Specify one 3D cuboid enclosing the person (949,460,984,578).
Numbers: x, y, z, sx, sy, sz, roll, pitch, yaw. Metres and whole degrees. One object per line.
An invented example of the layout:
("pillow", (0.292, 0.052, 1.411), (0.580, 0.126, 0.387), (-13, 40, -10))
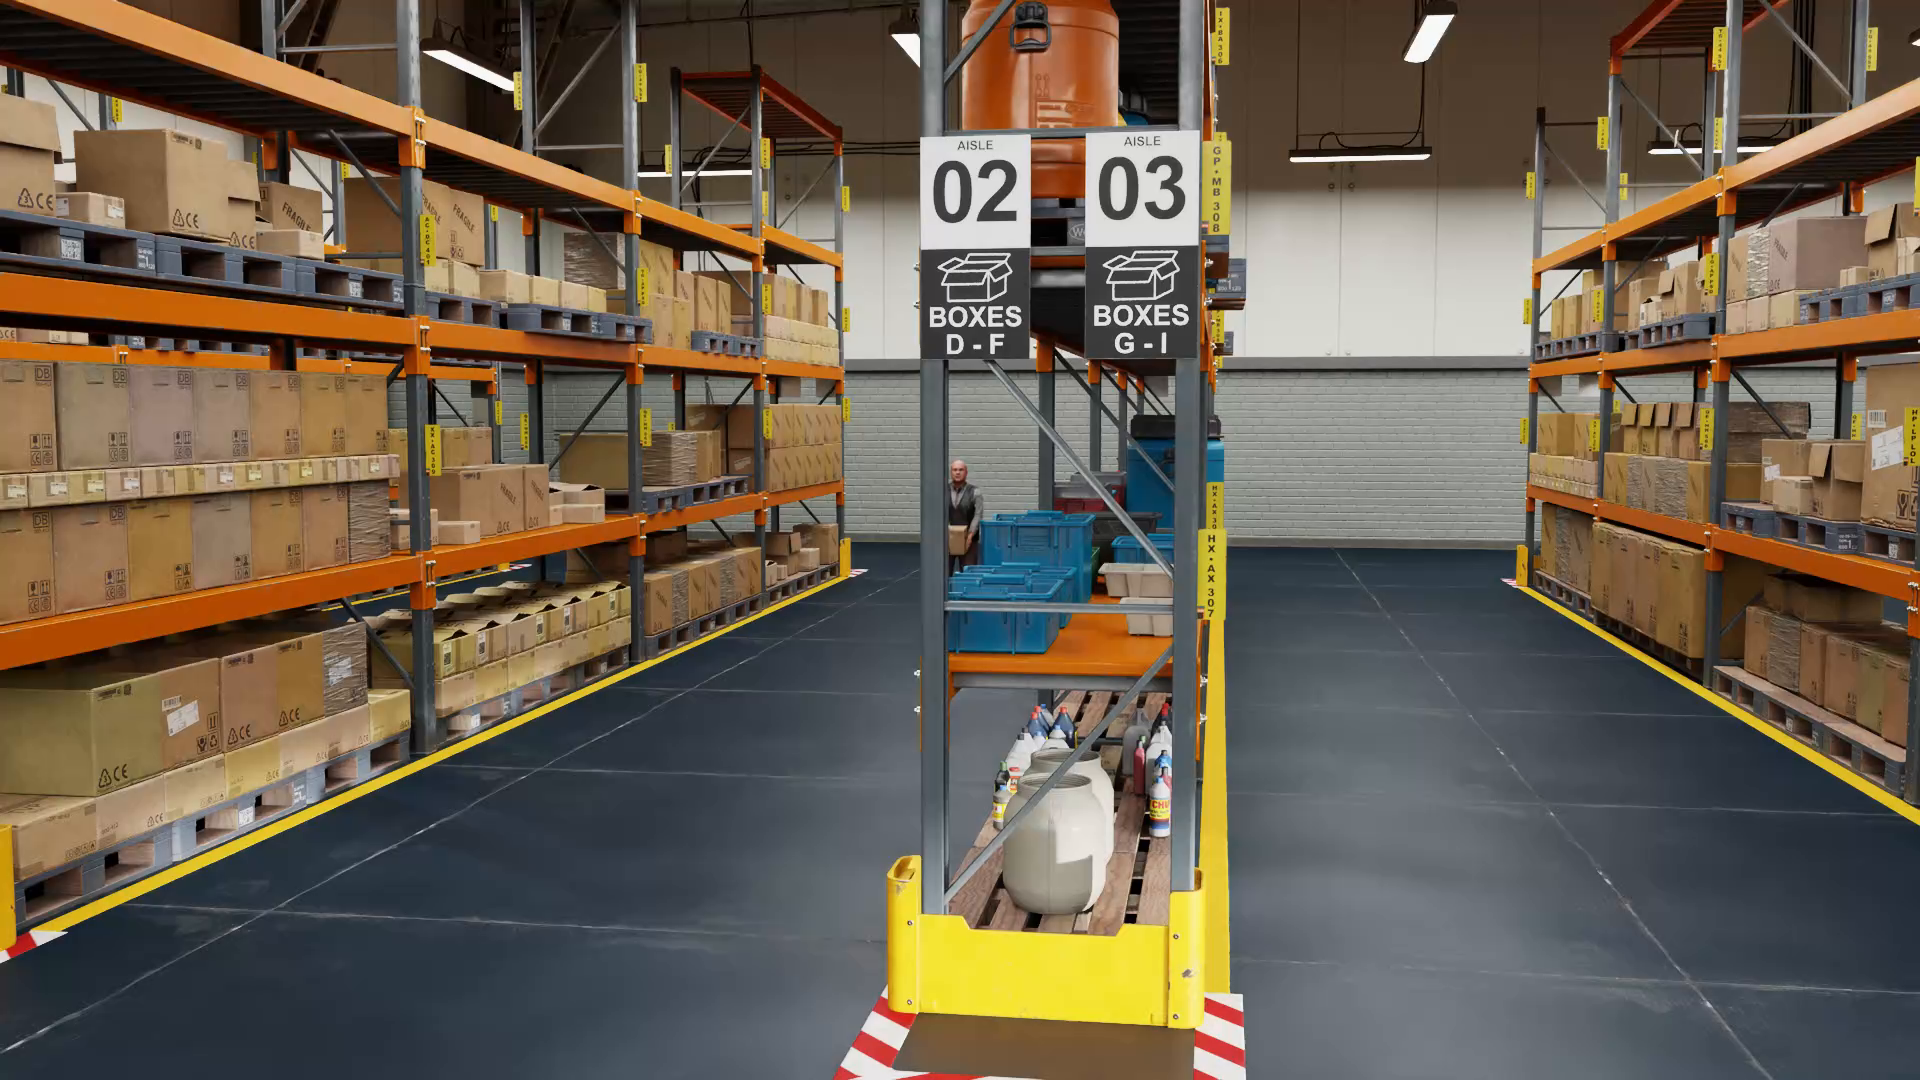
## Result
("person", (-0.028, 0.054, 16.902), (0.532, 1.727, 0.522), (1, 4, 8))
